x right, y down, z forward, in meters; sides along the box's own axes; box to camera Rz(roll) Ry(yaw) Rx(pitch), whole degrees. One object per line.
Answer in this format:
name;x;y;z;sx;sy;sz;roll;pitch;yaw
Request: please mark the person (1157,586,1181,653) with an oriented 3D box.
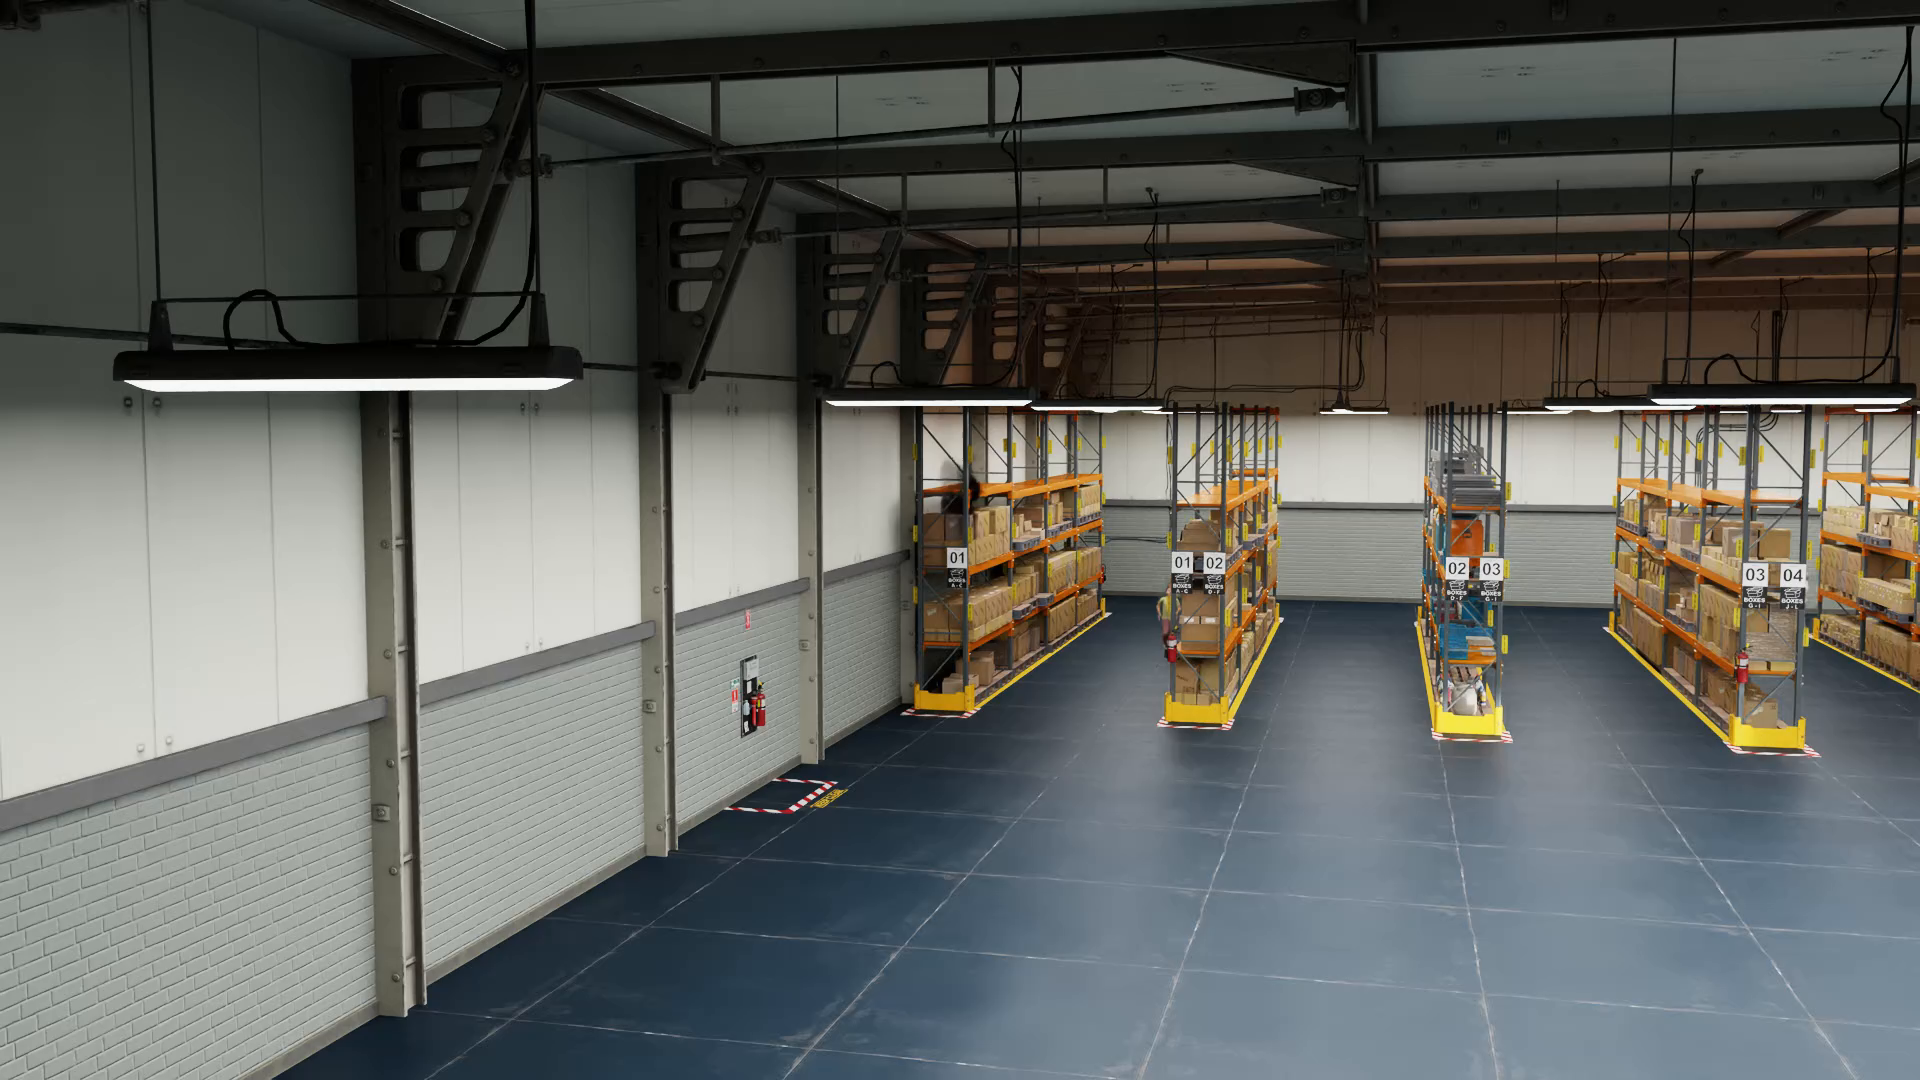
person;5.048;1.906;40.189;0.566;1.575;0.550;0;4;3
